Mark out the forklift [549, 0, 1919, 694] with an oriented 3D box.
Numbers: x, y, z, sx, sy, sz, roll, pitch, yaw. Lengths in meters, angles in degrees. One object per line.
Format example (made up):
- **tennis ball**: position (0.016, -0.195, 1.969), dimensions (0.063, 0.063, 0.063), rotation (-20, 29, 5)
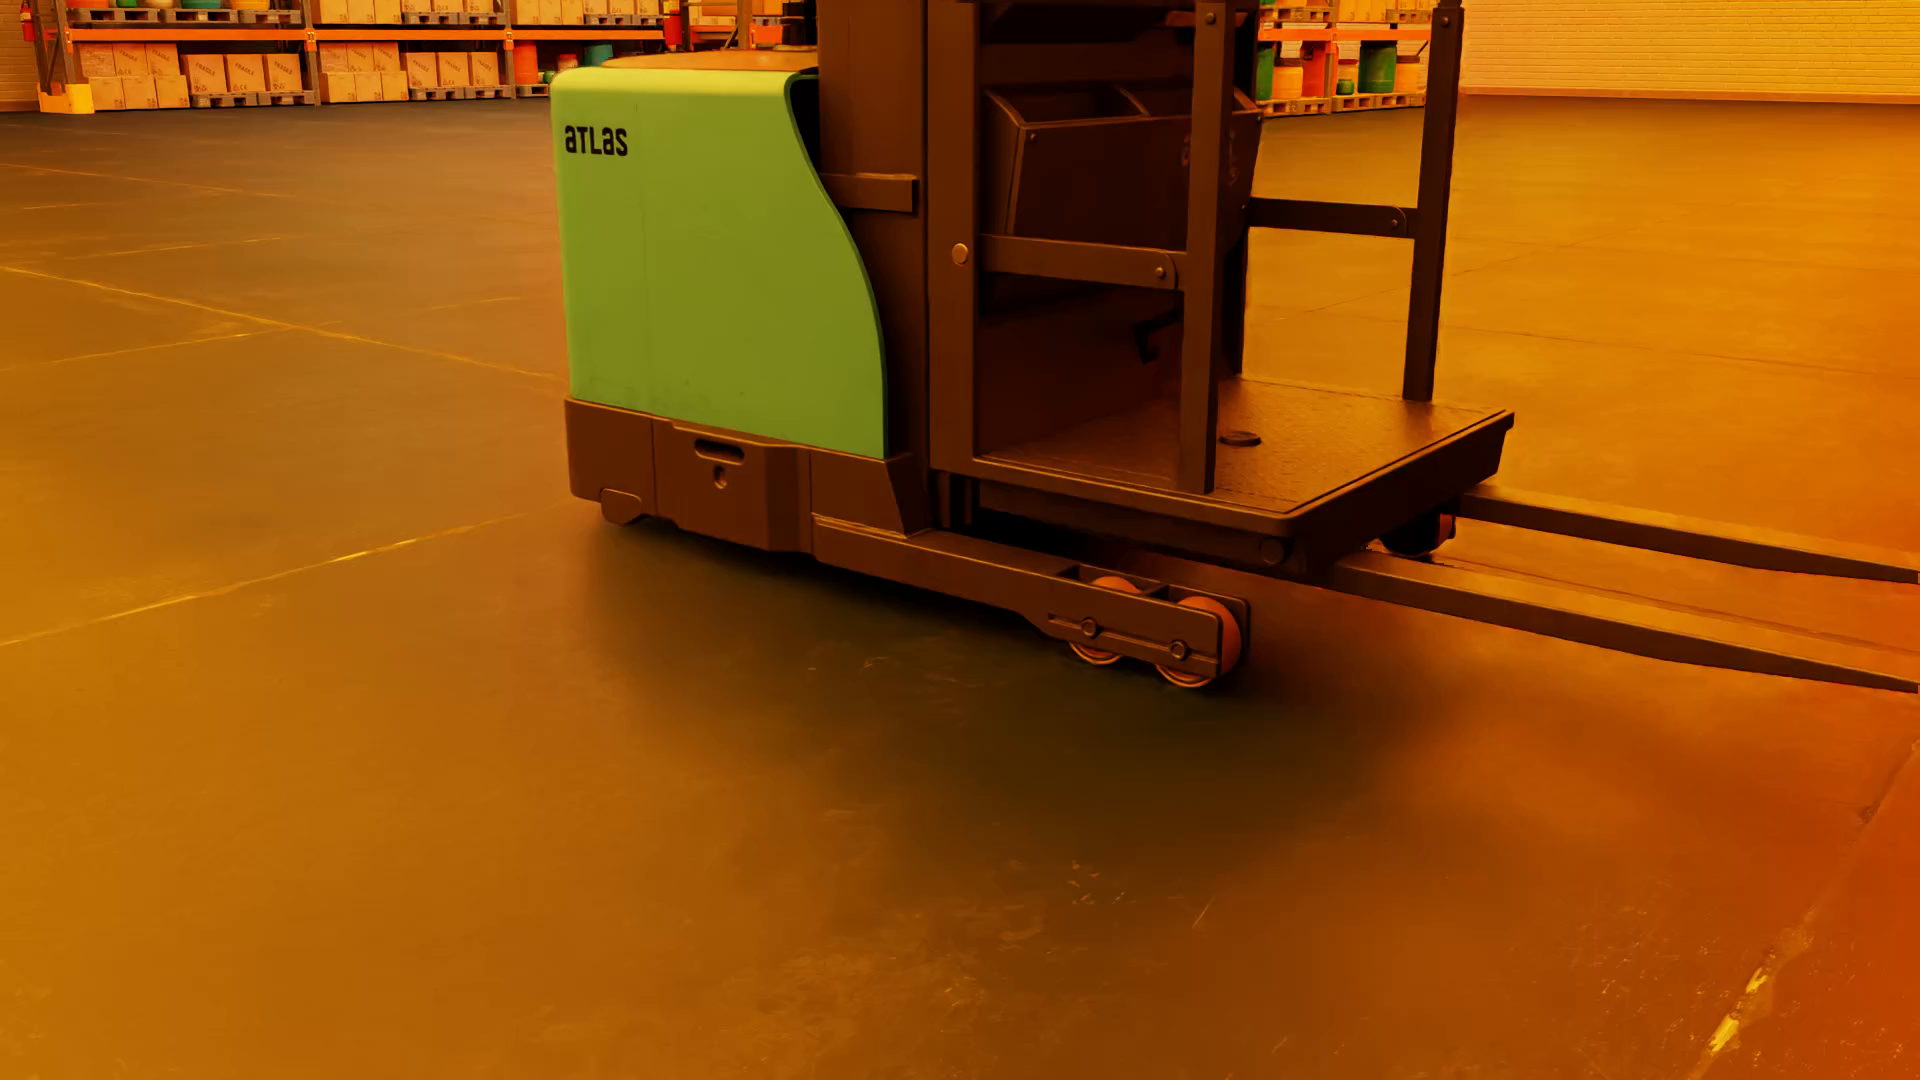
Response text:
- **forklift**: position (0.515, -1.305, 3.196), dimensions (3.031, 2.935, 1.130), rotation (13, 21, 36)
